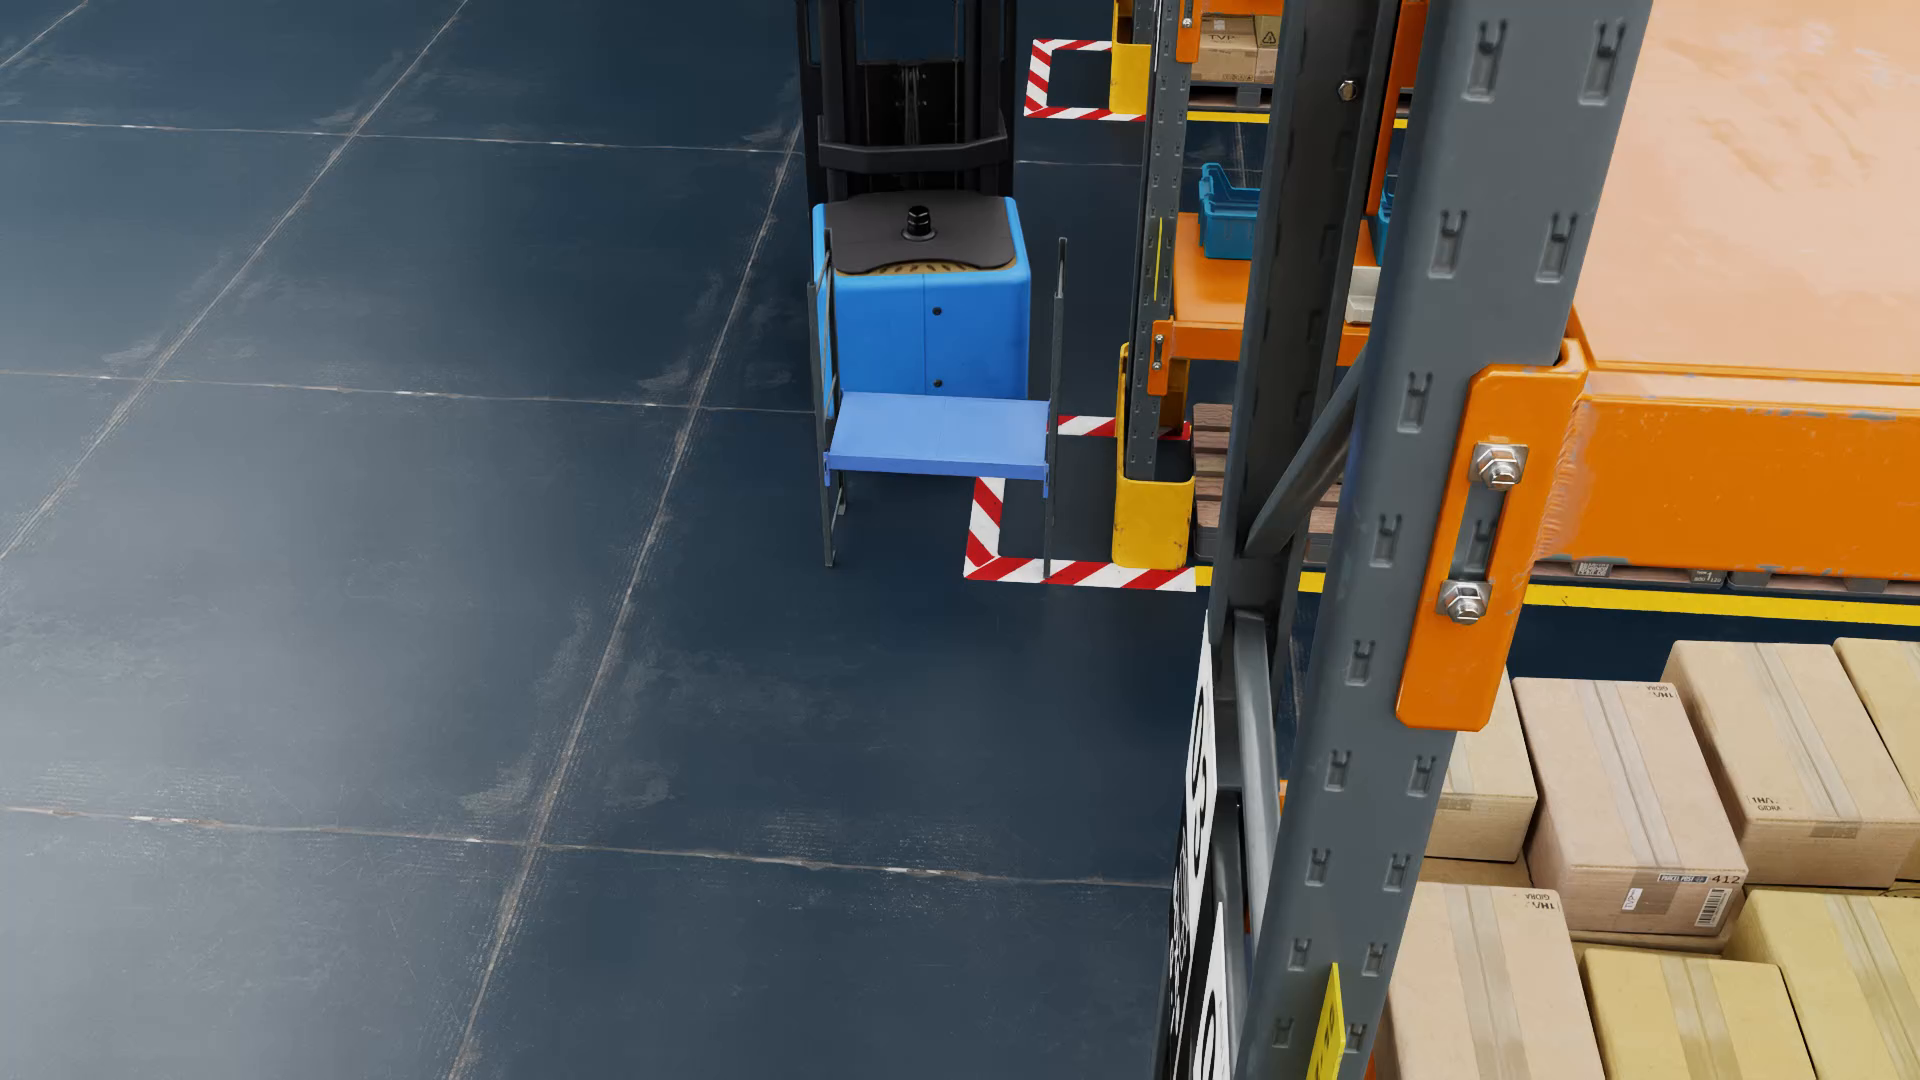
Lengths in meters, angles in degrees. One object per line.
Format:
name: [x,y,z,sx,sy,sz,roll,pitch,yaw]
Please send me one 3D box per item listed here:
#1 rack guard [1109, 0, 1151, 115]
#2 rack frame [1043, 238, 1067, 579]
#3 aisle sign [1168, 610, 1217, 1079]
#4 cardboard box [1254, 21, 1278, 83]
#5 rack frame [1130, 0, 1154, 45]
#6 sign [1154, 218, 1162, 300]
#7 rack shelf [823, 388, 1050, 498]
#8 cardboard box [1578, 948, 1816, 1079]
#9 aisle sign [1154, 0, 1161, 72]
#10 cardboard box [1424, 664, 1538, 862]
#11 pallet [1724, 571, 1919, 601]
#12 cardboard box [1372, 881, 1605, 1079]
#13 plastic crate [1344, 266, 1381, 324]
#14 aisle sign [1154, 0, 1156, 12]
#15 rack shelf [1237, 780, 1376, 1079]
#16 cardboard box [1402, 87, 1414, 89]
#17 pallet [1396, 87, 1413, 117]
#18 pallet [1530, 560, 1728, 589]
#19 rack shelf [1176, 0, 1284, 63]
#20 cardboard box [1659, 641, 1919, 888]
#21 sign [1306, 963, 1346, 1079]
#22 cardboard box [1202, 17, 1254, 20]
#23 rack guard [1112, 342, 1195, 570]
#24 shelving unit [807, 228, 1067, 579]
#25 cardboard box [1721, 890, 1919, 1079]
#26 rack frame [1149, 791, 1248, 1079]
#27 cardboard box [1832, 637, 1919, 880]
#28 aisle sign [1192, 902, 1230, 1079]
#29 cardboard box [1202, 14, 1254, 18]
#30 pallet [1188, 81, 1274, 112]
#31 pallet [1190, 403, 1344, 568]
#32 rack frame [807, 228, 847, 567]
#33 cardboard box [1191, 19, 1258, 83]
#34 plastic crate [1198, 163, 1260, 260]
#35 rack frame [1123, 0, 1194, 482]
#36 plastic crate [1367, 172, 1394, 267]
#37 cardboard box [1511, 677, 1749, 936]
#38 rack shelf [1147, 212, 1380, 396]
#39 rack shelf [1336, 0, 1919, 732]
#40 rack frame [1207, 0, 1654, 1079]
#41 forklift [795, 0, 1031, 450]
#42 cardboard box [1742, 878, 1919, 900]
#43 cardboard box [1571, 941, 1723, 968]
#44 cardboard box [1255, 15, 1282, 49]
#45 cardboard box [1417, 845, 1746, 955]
rack guard: [1.259,-3.518,11.847,0.348,0.500,1.175,3,39,4]
rack frame: [0.421,-0.559,7.419,0.032,1.500,0.500,3,39,4]
aisle sign: [0.388,0.544,2.817,0.004,0.787,0.394,3,39,4]
cardboard box: [2.296,-3.389,11.553,0.500,0.250,0.500,3,39,4]
rack frame: [1.283,-4.486,11.056,0.127,3.000,1.000,3,39,4]
sign: [0.800,-1.133,6.717,0.005,0.325,0.100,3,39,4]
rack shelf: [-0.085,-0.447,7.566,1.000,0.185,0.538,3,39,4]
cardboard box: [0.929,0.720,2.087,0.250,0.149,0.380,4,39,5]
aisle sign: [0.755,-2.199,6.187,0.004,0.787,0.394,3,39,4]
cardboard box: [0.728,0.303,2.599,0.250,0.149,0.380,3,39,4]
pallet: [4.171,-0.135,7.919,1.213,0.211,1.003,3,39,4]
cardboard box: [0.679,0.645,2.179,0.250,0.149,0.380,3,39,4]
plastic crate: [1.715,-1.018,7.004,0.250,0.136,0.298,3,39,4]
aisle sign: [0.805,-2.570,6.642,0.004,0.787,0.394,3,39,4]
rack shelf: [2.417,0.969,2.548,4.000,0.370,1.077,3,39,4]
cardboard box: [3.292,-3.331,11.482,0.500,0.250,0.500,3,39,4]
pallet: [3.260,-3.321,11.834,1.213,0.211,1.003,3,39,4]
pallet: [2.952,-0.199,7.998,1.213,0.211,1.003,3,39,4]
rack shelf: [2.844,-2.146,6.375,4.000,0.370,1.077,3,39,4]
cardboard box: [1.259,0.337,2.557,0.250,0.149,0.380,2,39,2]
sign: [0.378,0.583,1.760,0.005,0.325,0.100,3,39,4]
cardboard box: [1.842,-3.739,11.984,0.500,0.250,0.500,3,39,4]
rack guard: [0.931,-0.427,8.049,0.348,0.500,1.175,3,39,4]
shelving unit: [-0.085,-0.586,7.453,1.048,1.500,0.538,3,39,4]
cardboard box: [1.191,0.656,2.166,0.250,0.149,0.380,2,39,3]
rack frame: [0.424,1.744,3.402,0.127,3.000,1.000,3,39,4]
cardboard box: [1.511,0.336,2.559,0.250,0.149,0.380,3,39,4]
aisle sign: [0.337,0.921,2.353,0.004,0.787,0.394,3,39,4]
cardboard box: [1.843,-4.031,11.749,0.500,0.500,0.500,3,39,4]
pallet: [2.048,-3.389,11.917,1.213,0.211,1.003,3,39,4]
pallet: [1.740,-0.267,8.082,1.213,0.211,1.003,3,39,4]
rack frame: [-0.592,-0.614,7.487,0.032,1.500,0.500,3,39,4]
cardboard box: [1.798,-3.413,11.584,0.500,0.250,0.500,3,39,4]
plastic crate: [1.376,-1.474,7.473,0.616,0.251,0.499,3,39,4]
rack frame: [0.852,-1.371,7.229,0.127,3.000,1.000,3,39,4]
plastic crate: [2.023,-1.435,7.426,0.408,0.251,0.499,3,39,4]
cardboard box: [0.977,0.391,2.491,0.250,0.149,0.380,2,39,2]
rack shelf: [2.844,-0.983,7.322,4.000,0.370,1.077,3,39,4]
rack shelf: [2.417,-0.194,1.602,4.000,0.370,1.077,3,39,4]
rack frame: [0.424,-0.583,1.508,0.127,3.000,1.000,3,39,4]
forklift: [-0.283,-2.454,8.614,1.130,2.935,3.031,-3,39,-4]
cardboard box: [1.424,0.531,2.635,0.500,0.250,0.500,3,39,4]
cardboard box: [0.882,0.828,2.270,0.500,0.250,0.500,4,39,5]
cardboard box: [2.296,-3.678,11.315,0.500,0.500,0.500,3,39,4]
cardboard box: [0.926,0.505,2.666,0.500,0.250,0.500,4,39,5]
